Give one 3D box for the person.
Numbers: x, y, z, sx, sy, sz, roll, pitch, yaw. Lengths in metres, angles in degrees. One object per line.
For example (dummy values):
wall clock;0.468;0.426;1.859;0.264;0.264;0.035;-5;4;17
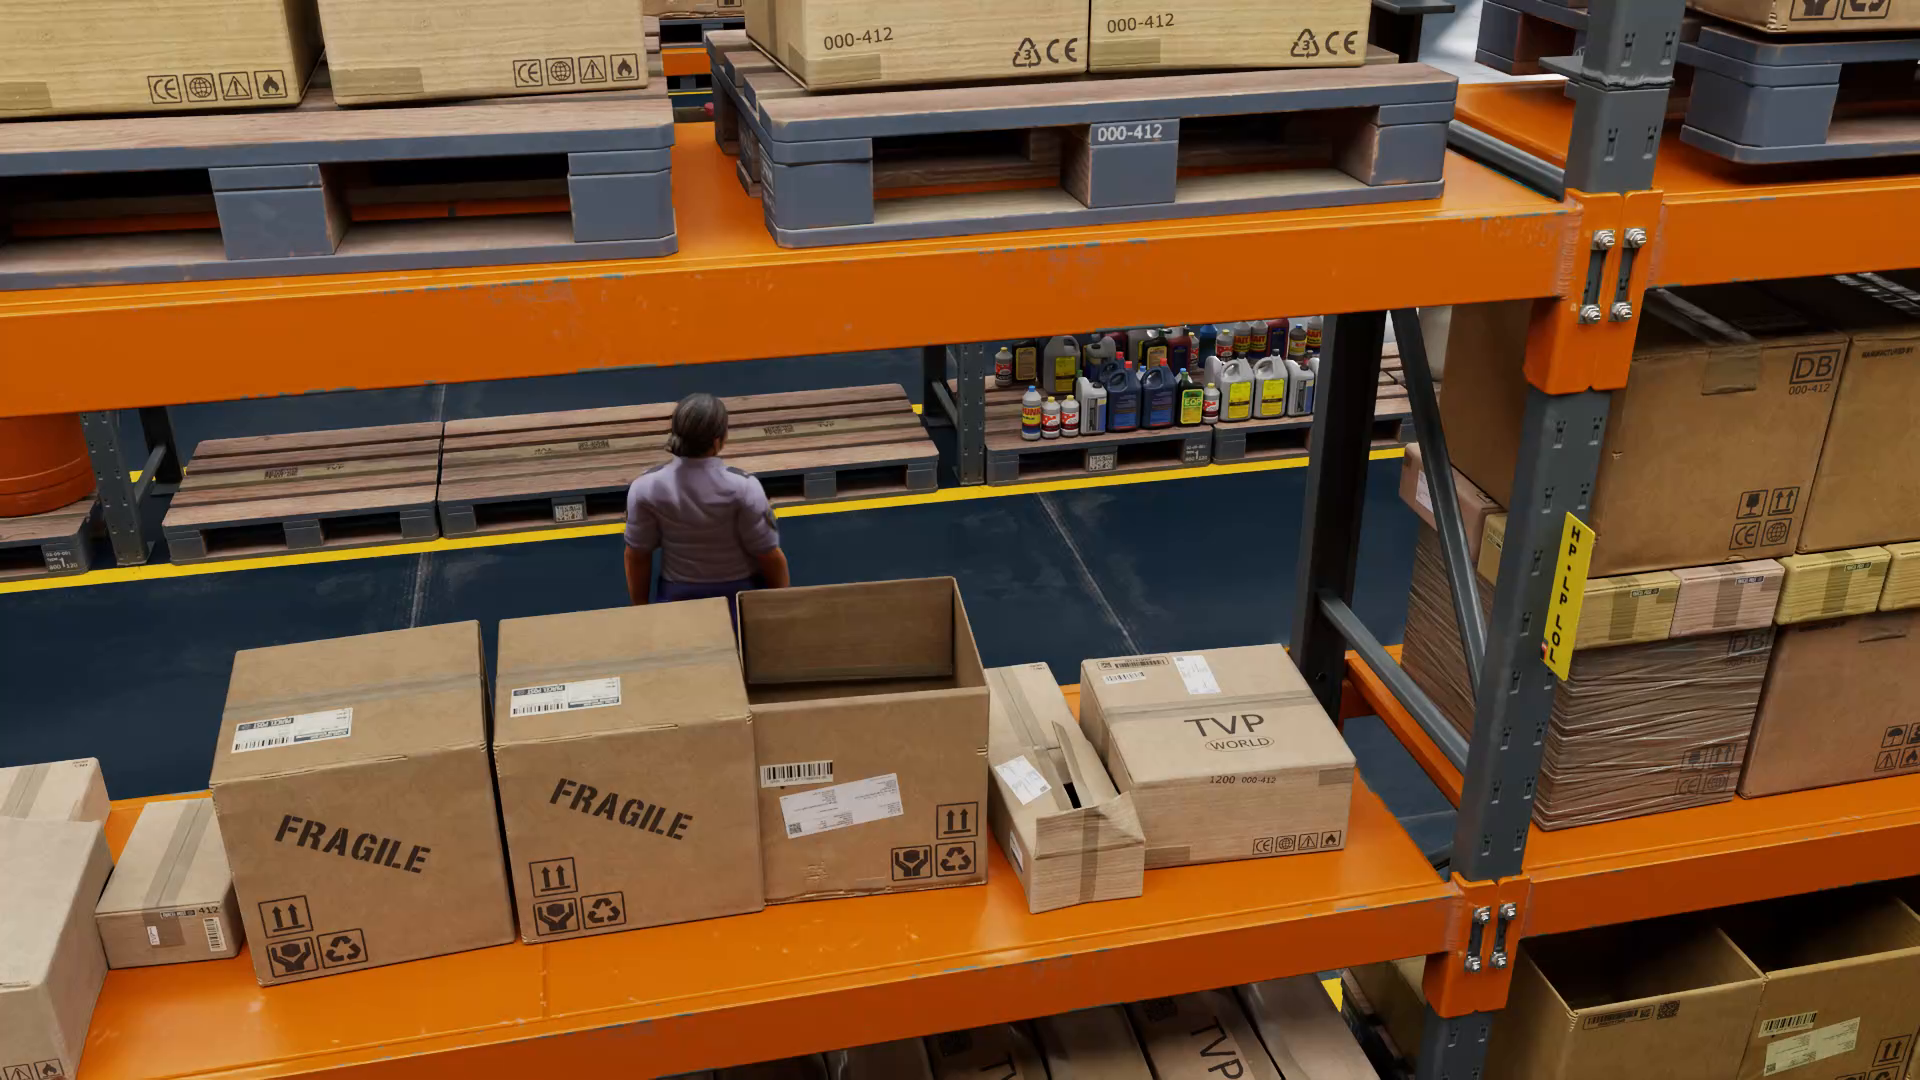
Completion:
person;-0.819;0.256;5.584;0.580;1.648;0.538;-1;27;-3
